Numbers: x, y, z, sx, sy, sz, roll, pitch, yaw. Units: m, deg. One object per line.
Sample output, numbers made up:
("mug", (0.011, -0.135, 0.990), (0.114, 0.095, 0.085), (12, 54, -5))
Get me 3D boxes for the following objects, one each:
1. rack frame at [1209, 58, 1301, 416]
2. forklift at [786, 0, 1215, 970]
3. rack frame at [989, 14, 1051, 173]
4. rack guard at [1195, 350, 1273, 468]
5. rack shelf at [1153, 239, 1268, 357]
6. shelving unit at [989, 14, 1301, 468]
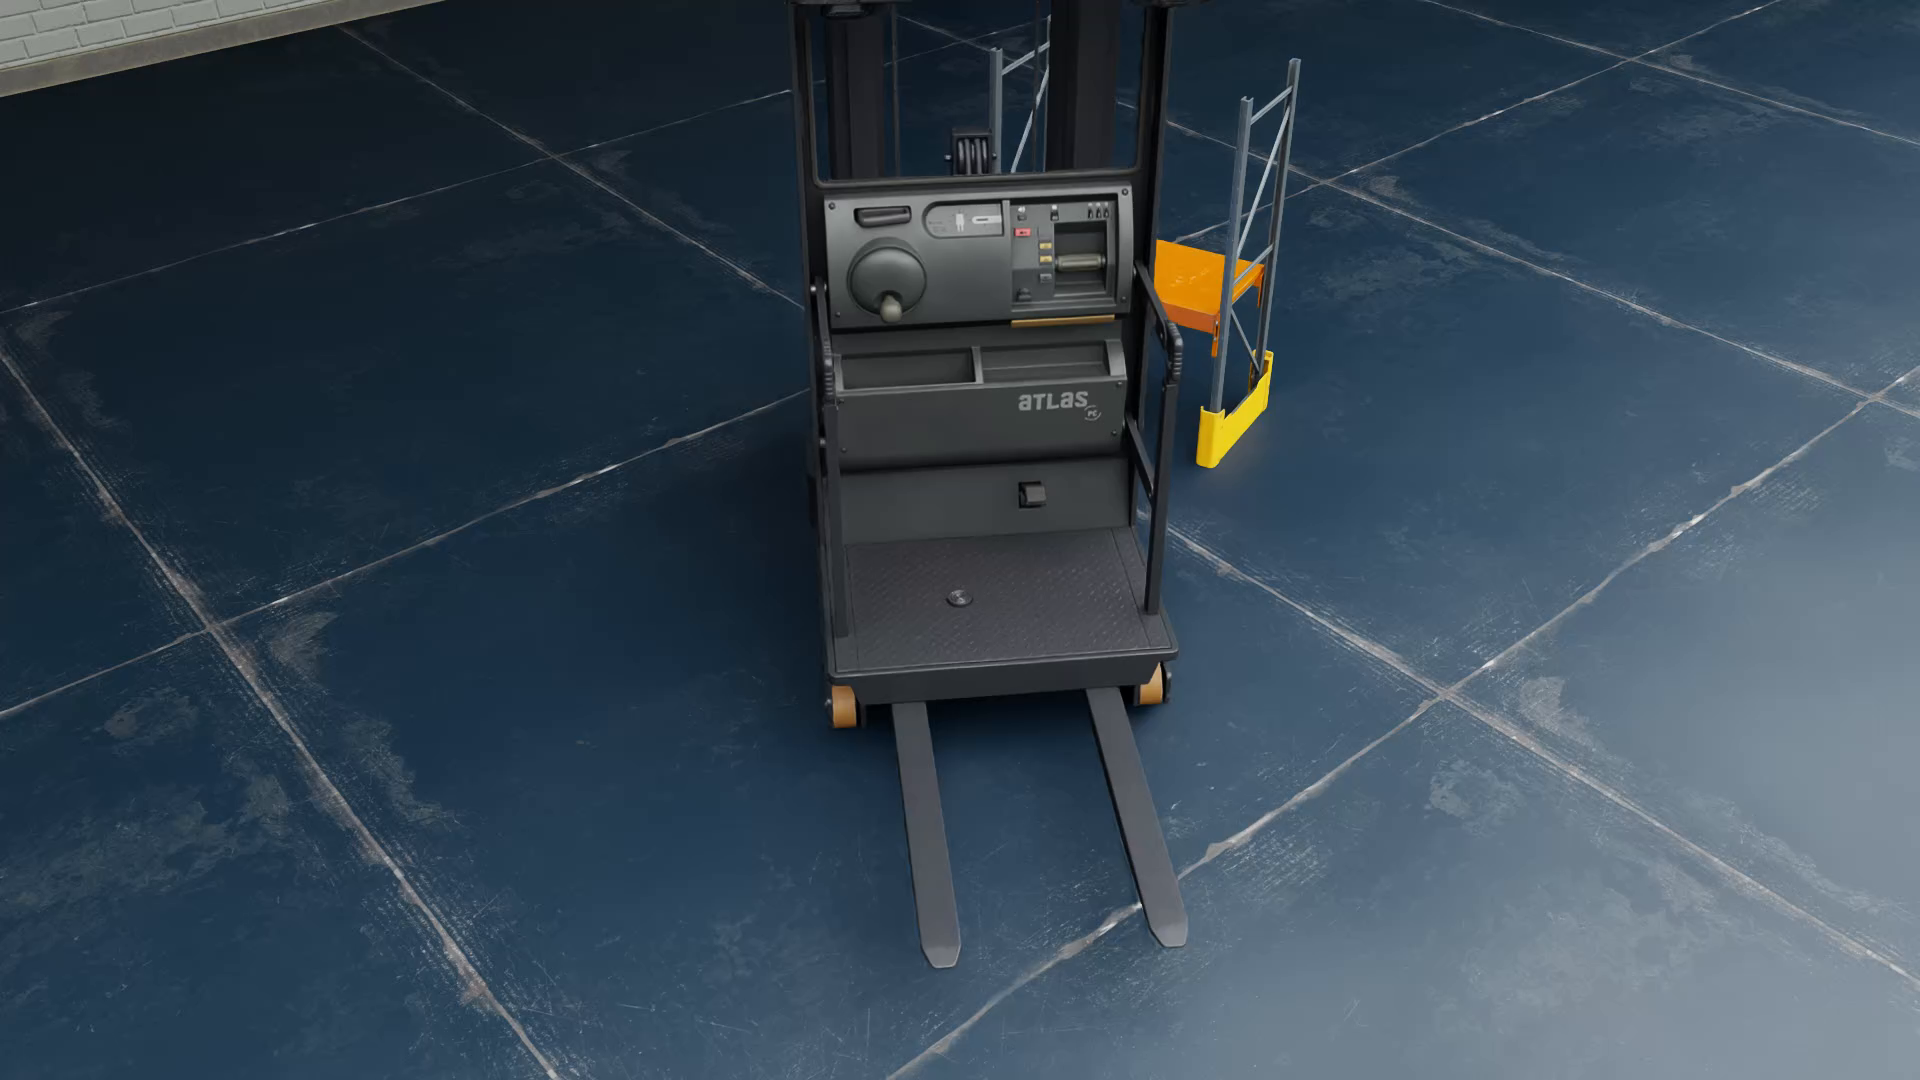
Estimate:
("rack frame", (1.126, -1.052, 6.438), (0.032, 1.500, 0.500), (19, 40, 25))
("forklift", (0.088, -0.798, 4.840), (1.130, 2.935, 3.031), (-4, 35, -5))
("rack frame", (0.252, -1.353, 6.863), (0.032, 1.500, 0.500), (19, 40, 25))
("rack guard", (1.125, -0.543, 6.800), (0.087, 0.250, 0.587), (19, 40, 25))
("rack shelf", (0.689, -1.056, 6.755), (1.000, 0.185, 0.538), (19, 40, 25))
("shelving unit", (0.697, -1.200, 6.647), (1.083, 1.500, 0.587), (19, 40, 25))
